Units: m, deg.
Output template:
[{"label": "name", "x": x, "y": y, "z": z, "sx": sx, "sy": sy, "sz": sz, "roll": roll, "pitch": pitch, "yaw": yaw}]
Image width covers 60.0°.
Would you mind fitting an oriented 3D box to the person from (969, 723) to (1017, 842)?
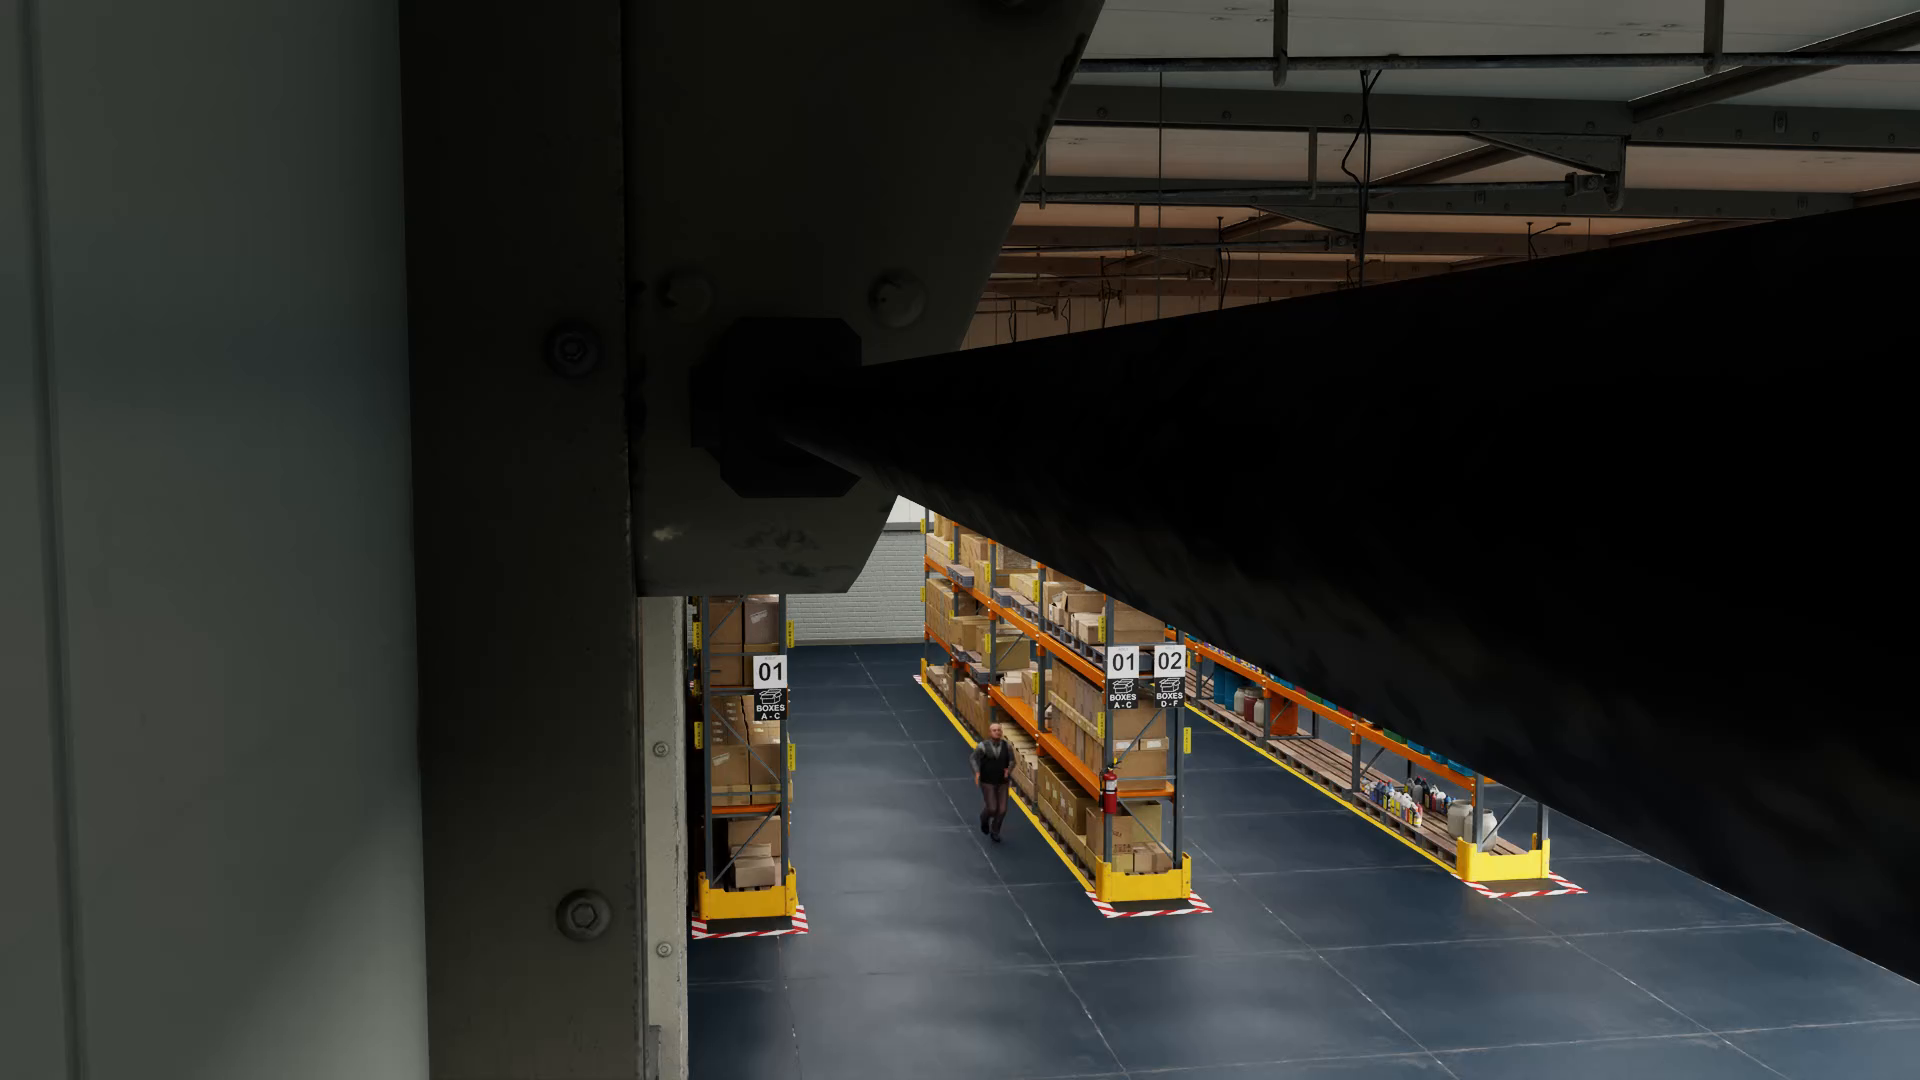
[{"label": "person", "x": 0.497, "y": 3.432, "z": 23.435, "sx": 0.650, "sy": 1.682, "sz": 0.566, "roll": -1, "pitch": 5, "yaw": -14}]
